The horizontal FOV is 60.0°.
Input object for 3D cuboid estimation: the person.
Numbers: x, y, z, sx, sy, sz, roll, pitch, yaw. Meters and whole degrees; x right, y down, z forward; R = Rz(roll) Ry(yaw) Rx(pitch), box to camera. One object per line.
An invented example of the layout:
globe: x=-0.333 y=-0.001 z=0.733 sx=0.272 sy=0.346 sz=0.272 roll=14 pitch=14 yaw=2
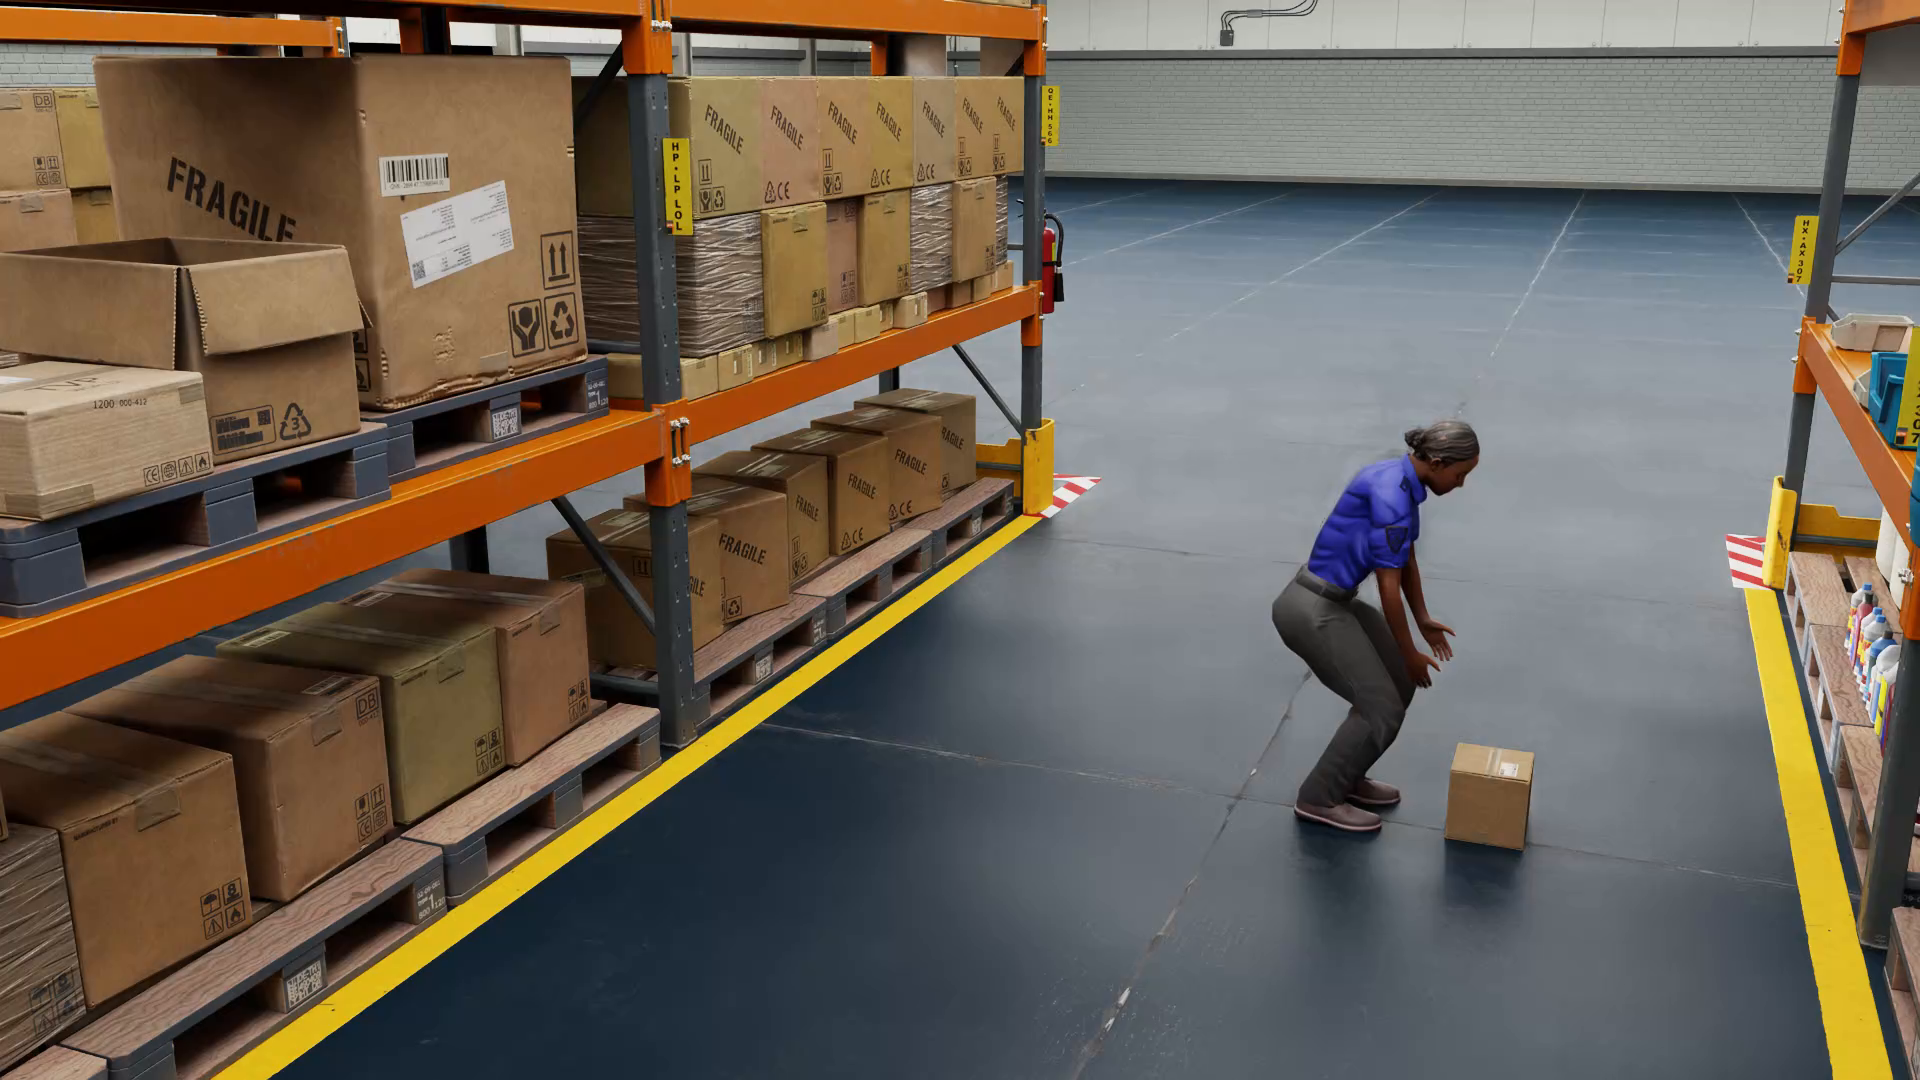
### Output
person: x=1.380 y=0.265 z=5.606 sx=0.617 sy=1.388 sz=0.495 roll=6 pitch=17 yaw=21
